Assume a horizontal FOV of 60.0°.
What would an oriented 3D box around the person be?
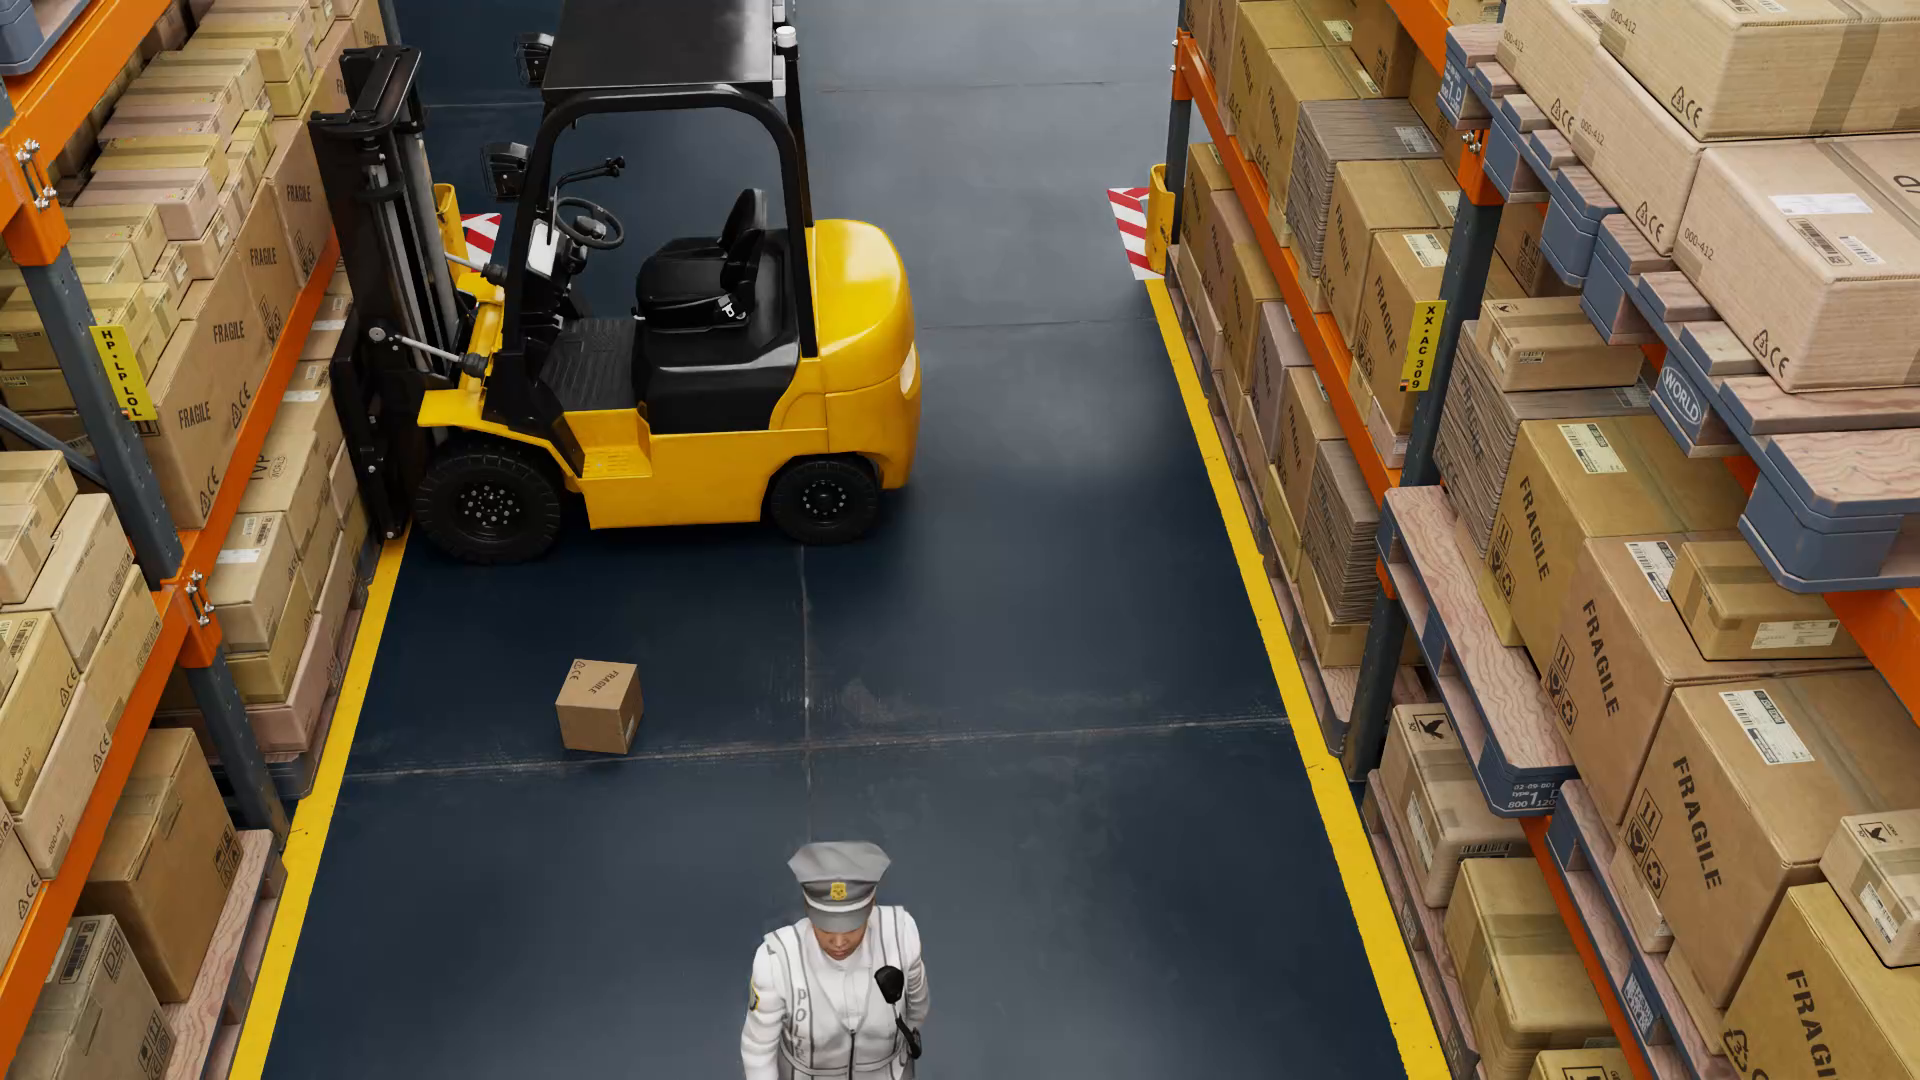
[{"bbox_3d":[-0.316,1.379,4.449,0.519,1.635,1.038,-6,40,-7],"label":"person"}]
